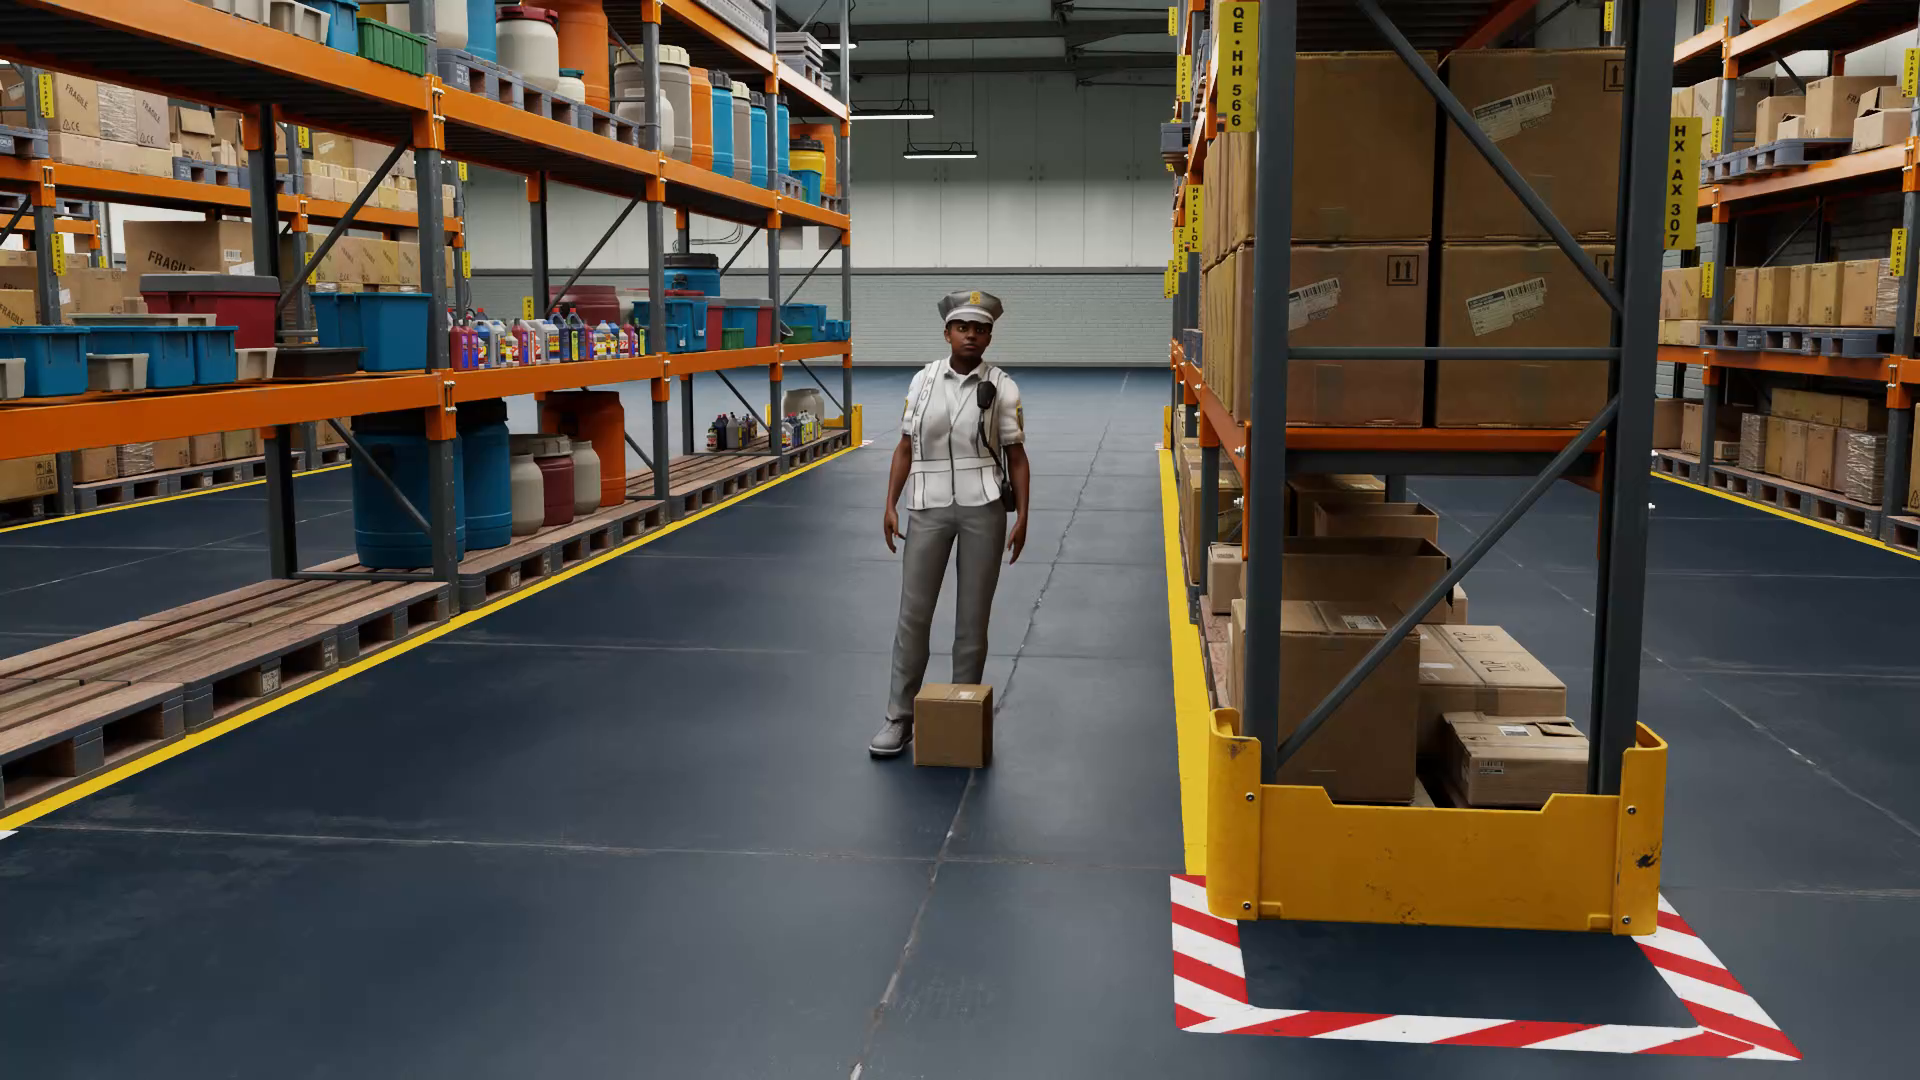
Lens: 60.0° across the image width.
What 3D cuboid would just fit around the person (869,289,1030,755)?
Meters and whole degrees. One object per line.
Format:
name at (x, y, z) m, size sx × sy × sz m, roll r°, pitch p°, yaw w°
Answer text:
person at (-0.032, -0.077, 6.174) m, size 0.568 × 1.694 × 0.529 m, roll 1°, pitch 8°, yaw 6°
